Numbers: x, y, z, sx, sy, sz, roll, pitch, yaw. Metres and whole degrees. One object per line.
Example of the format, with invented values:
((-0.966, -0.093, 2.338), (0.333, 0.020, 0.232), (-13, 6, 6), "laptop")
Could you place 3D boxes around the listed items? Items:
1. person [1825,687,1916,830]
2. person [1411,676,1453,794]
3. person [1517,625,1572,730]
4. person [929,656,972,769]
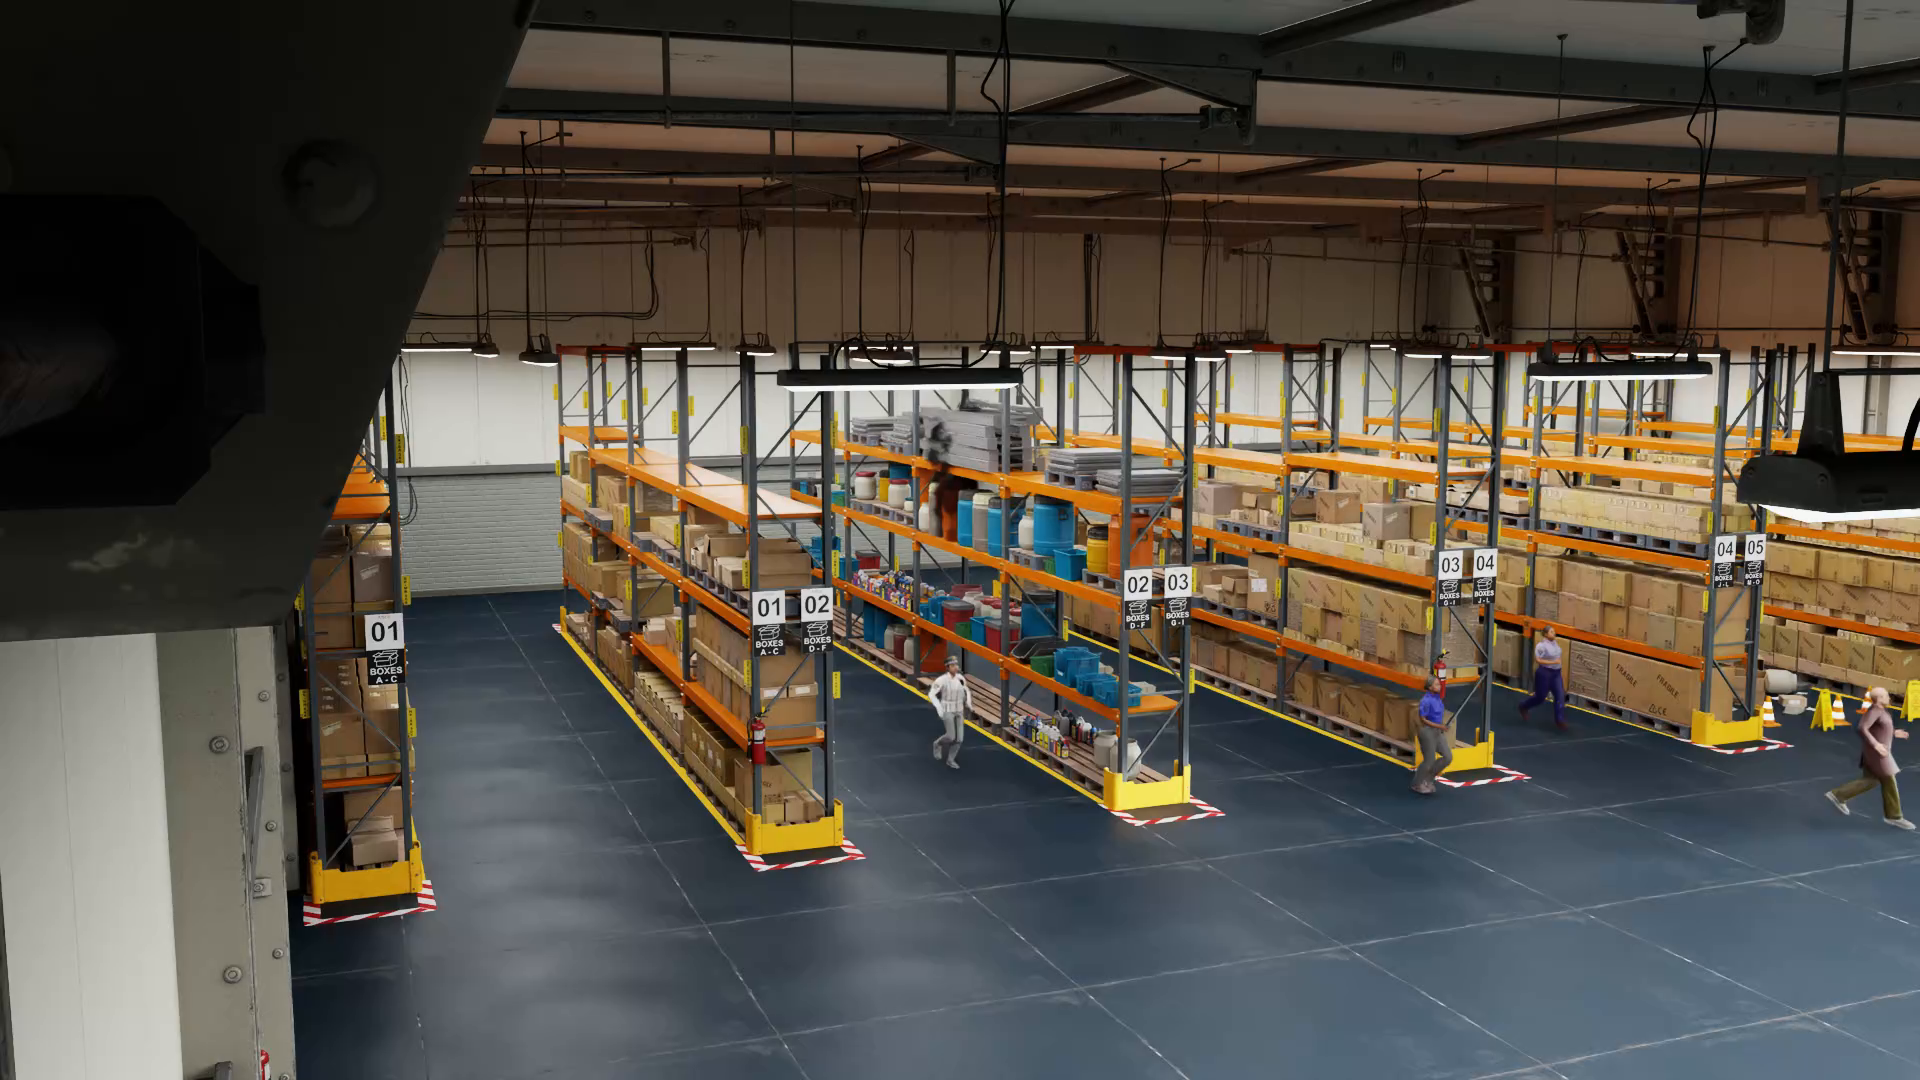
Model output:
((11.669, 2.758, 21.214), (1.032, 1.790, 0.708), (3, 8, 21), "person")
((6.437, 2.671, 22.619), (0.559, 1.634, 0.576), (6, 9, 40), "person")
((9.347, 2.157, 26.456), (0.614, 1.624, 0.917), (-4, 9, -31), "person")
((-0.102, 2.481, 24.018), (0.655, 1.659, 0.557), (-4, 9, -31), "person")
